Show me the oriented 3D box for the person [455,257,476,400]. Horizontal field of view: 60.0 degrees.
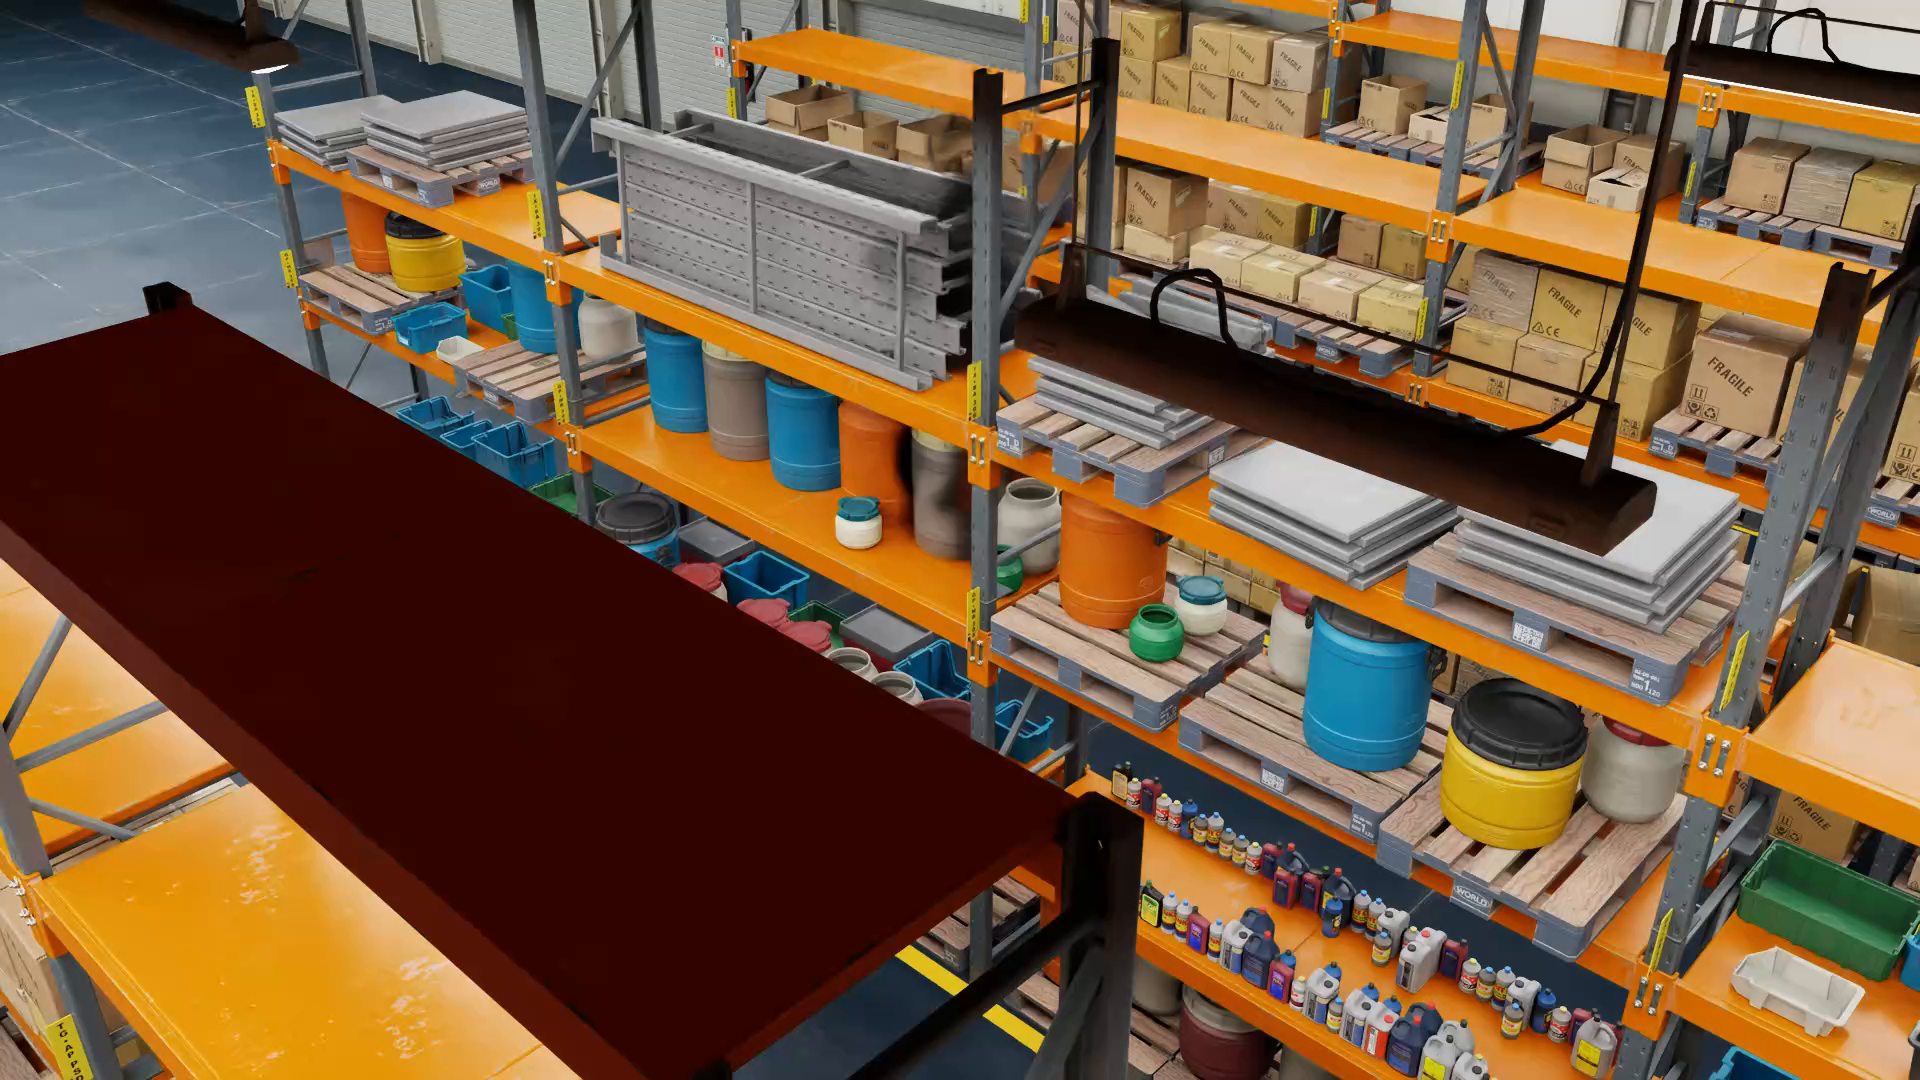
[{"bbox_3d":[-5.325,-2.445,18.920,1.063,1.680,0.580,-12,32,-21],"label":"person"}]
